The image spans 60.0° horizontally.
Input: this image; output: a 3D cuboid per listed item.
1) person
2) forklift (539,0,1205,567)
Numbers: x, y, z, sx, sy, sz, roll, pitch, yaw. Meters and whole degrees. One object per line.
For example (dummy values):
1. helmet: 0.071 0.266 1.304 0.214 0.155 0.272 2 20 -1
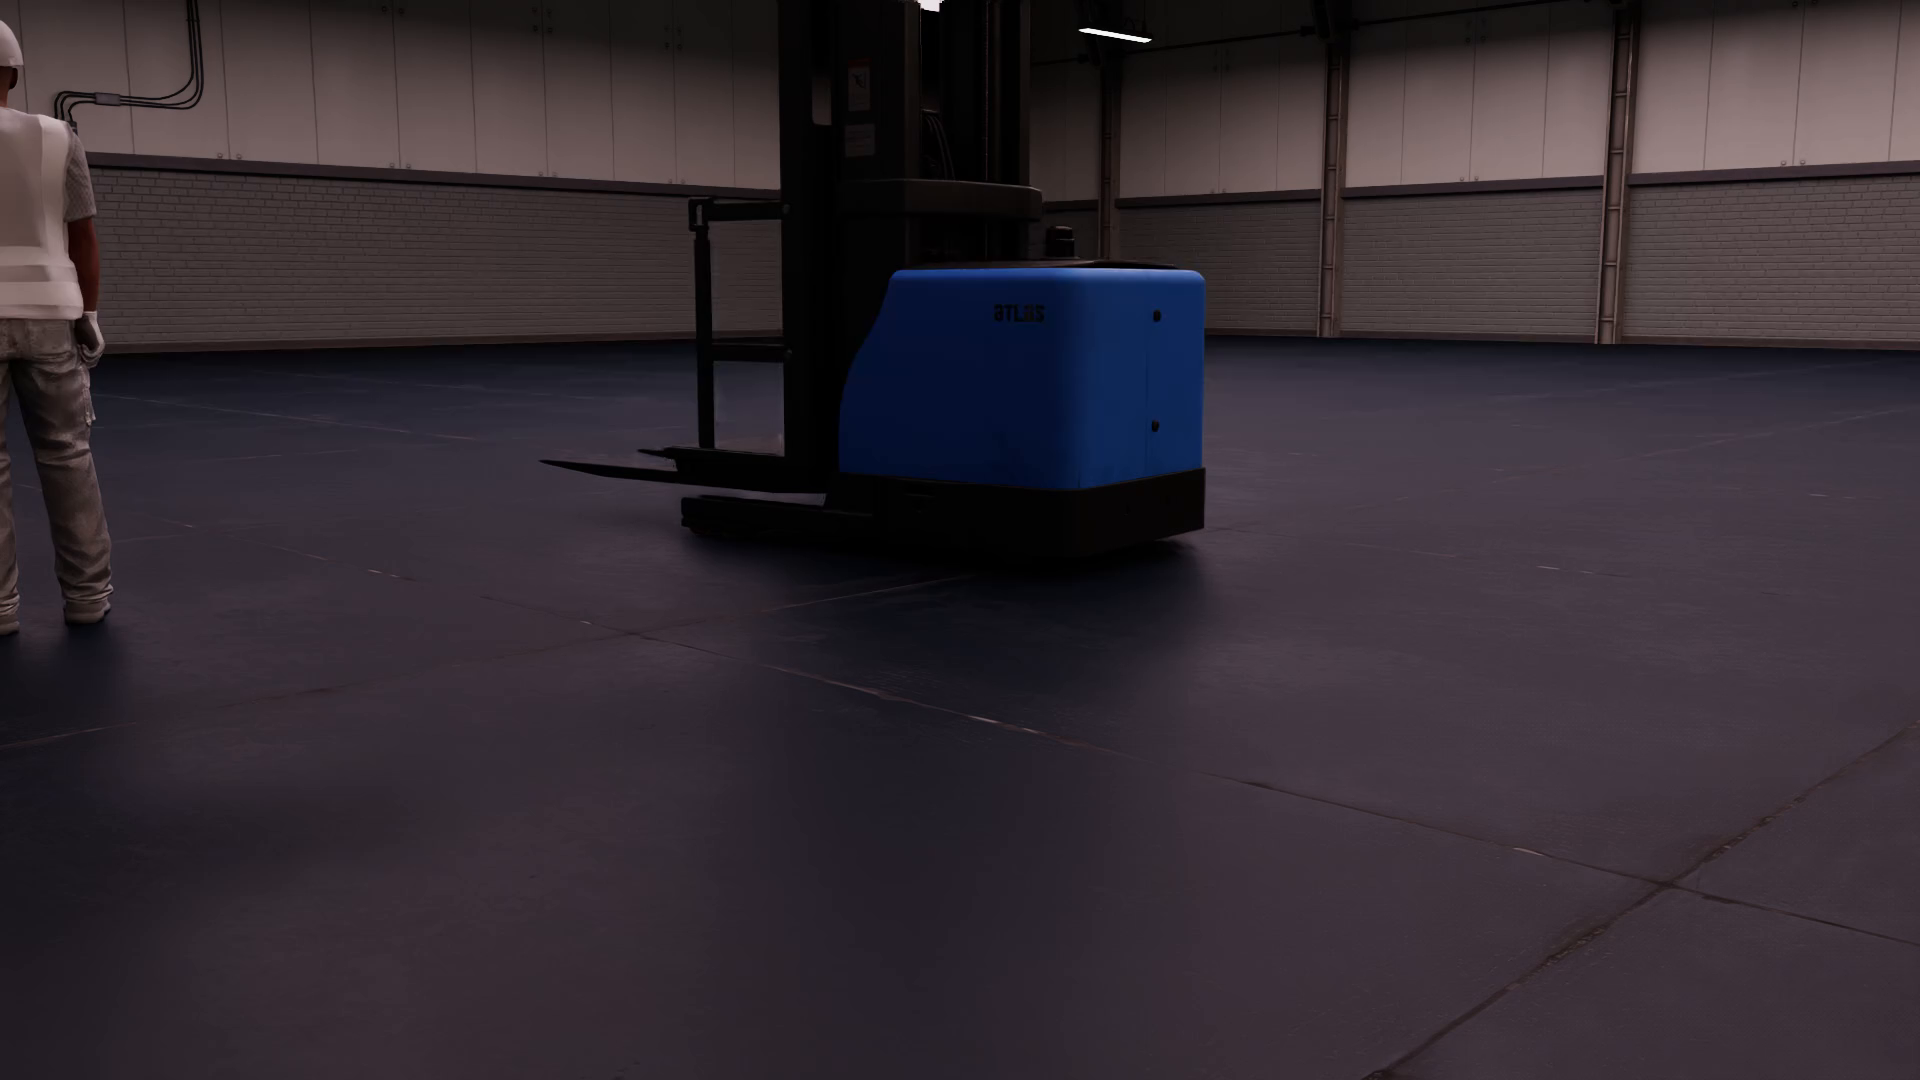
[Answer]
1. person: -2.815 -0.626 4.877 0.539 1.790 0.386 -7 11 -41
2. forklift: -0.527 -1.504 6.860 3.031 2.935 1.130 6 11 36
